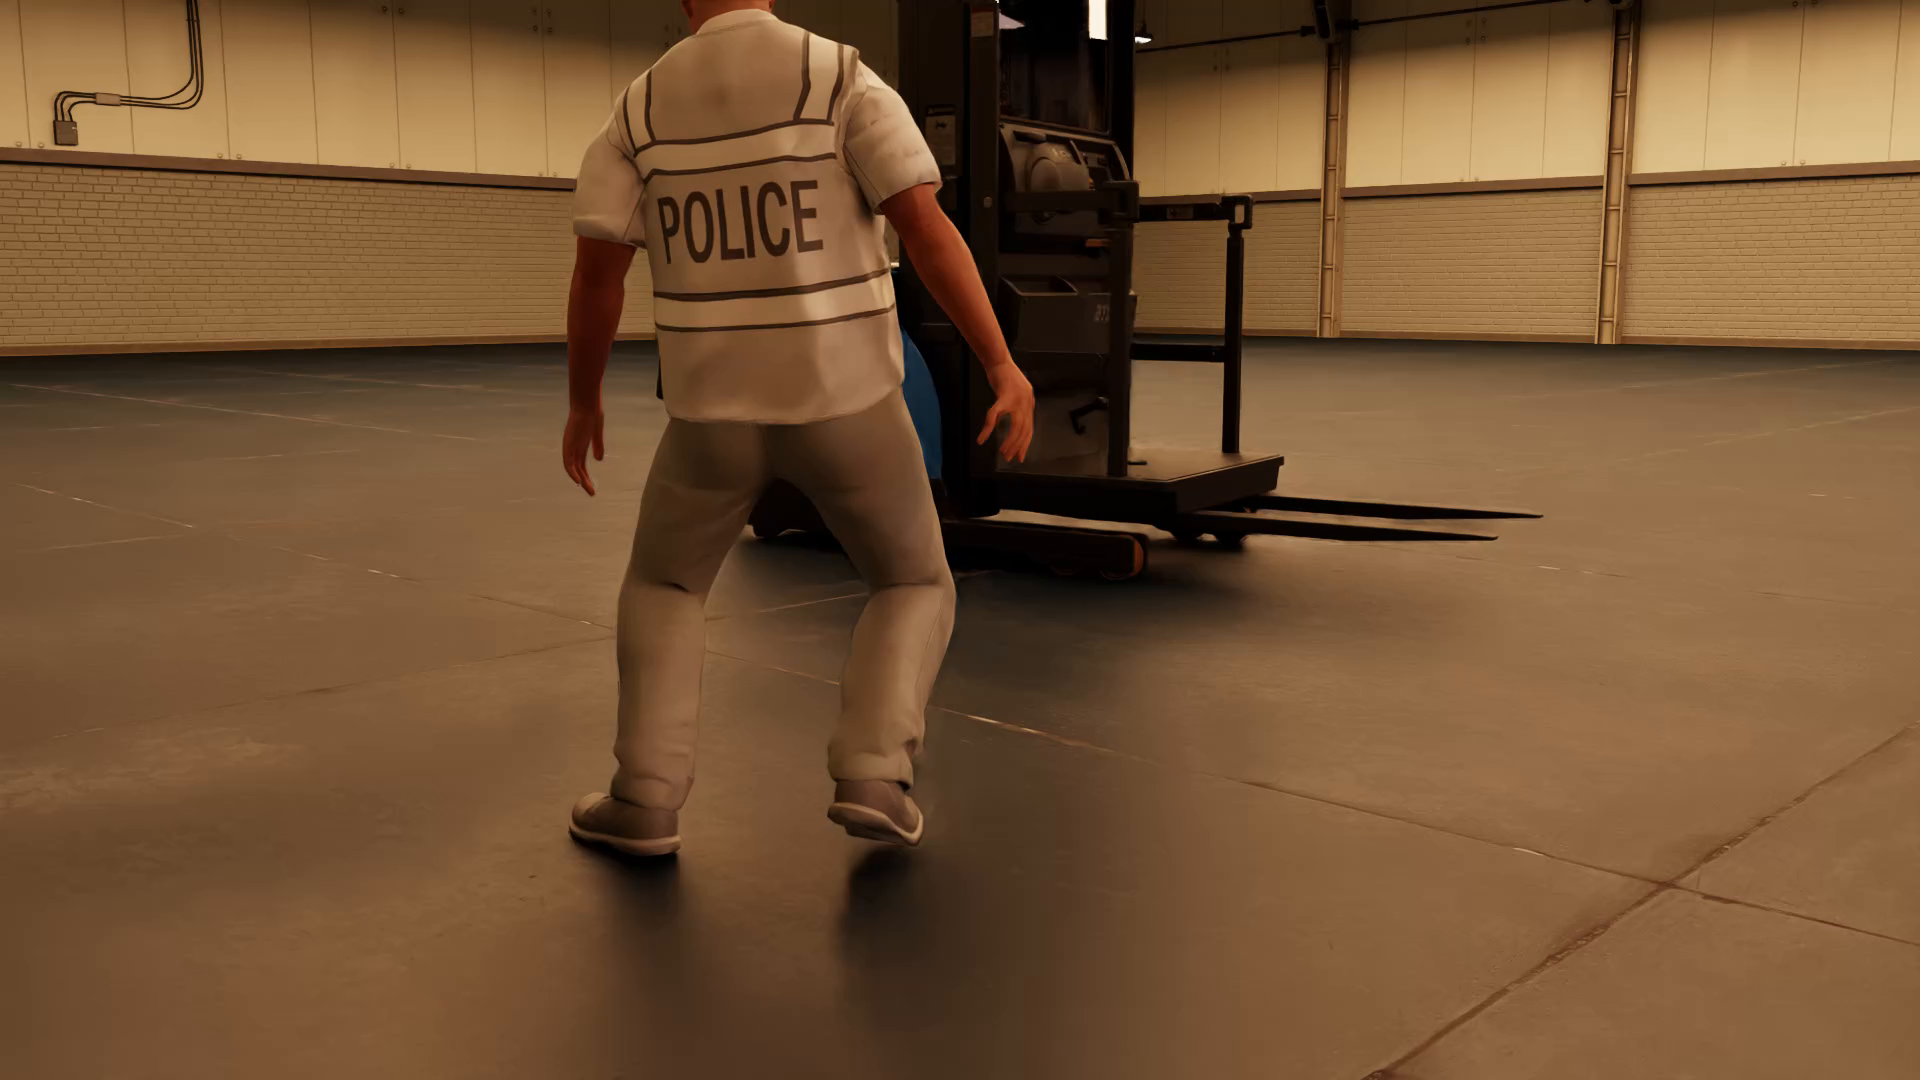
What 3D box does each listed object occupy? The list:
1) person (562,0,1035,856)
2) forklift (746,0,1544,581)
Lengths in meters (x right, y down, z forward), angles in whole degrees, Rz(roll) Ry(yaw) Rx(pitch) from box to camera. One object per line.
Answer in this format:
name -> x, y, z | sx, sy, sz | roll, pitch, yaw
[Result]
person -> -0.303, -0.266, 2.932 | 0.902, 1.669, 0.507 | 2, 9, 12
forklift -> 0.583, -1.396, 6.148 | 3.031, 2.935, 1.130 | 5, 10, 32
